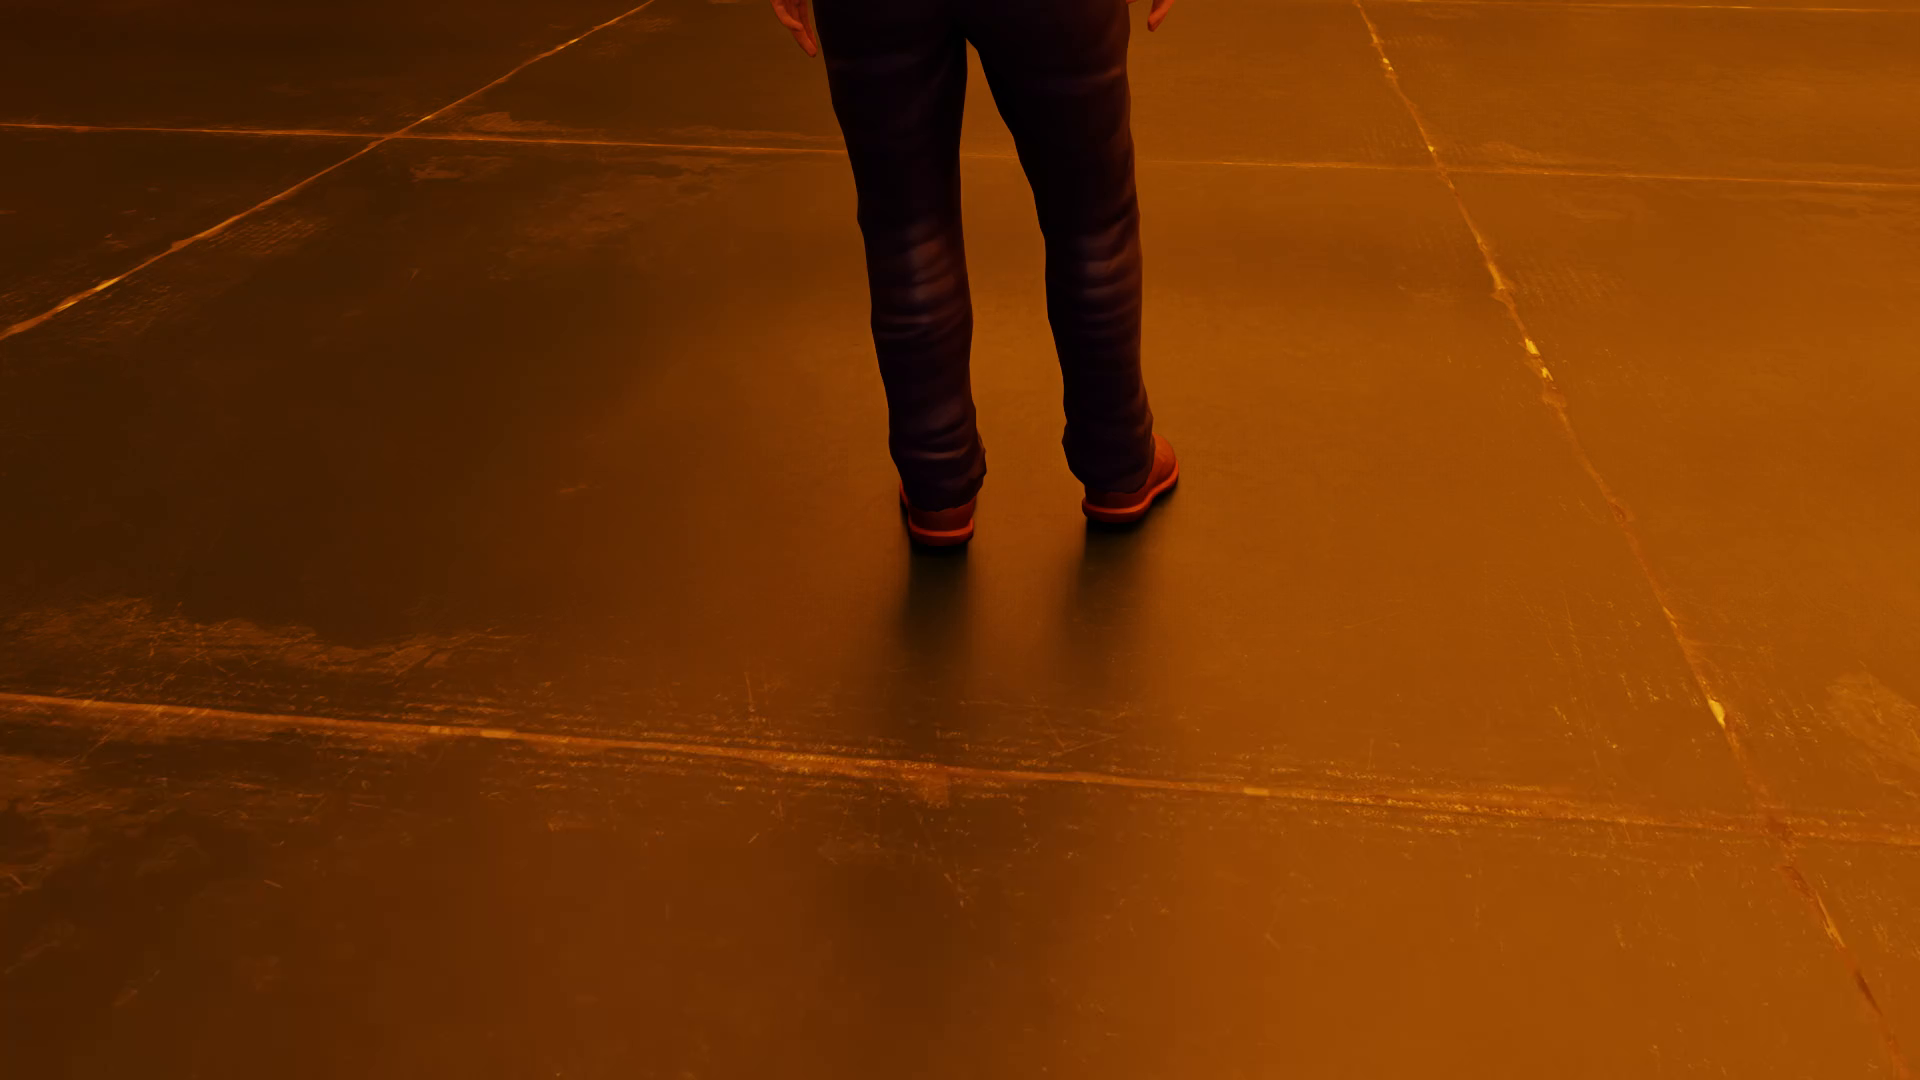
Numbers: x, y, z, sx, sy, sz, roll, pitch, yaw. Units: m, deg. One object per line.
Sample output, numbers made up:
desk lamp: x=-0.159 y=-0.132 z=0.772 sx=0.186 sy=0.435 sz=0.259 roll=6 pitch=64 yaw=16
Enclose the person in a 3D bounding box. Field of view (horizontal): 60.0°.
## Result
person: x=0.035 y=-0.782 z=2.206 sx=0.598 sy=1.651 sz=0.502 roll=3 pitch=27 yaw=7
